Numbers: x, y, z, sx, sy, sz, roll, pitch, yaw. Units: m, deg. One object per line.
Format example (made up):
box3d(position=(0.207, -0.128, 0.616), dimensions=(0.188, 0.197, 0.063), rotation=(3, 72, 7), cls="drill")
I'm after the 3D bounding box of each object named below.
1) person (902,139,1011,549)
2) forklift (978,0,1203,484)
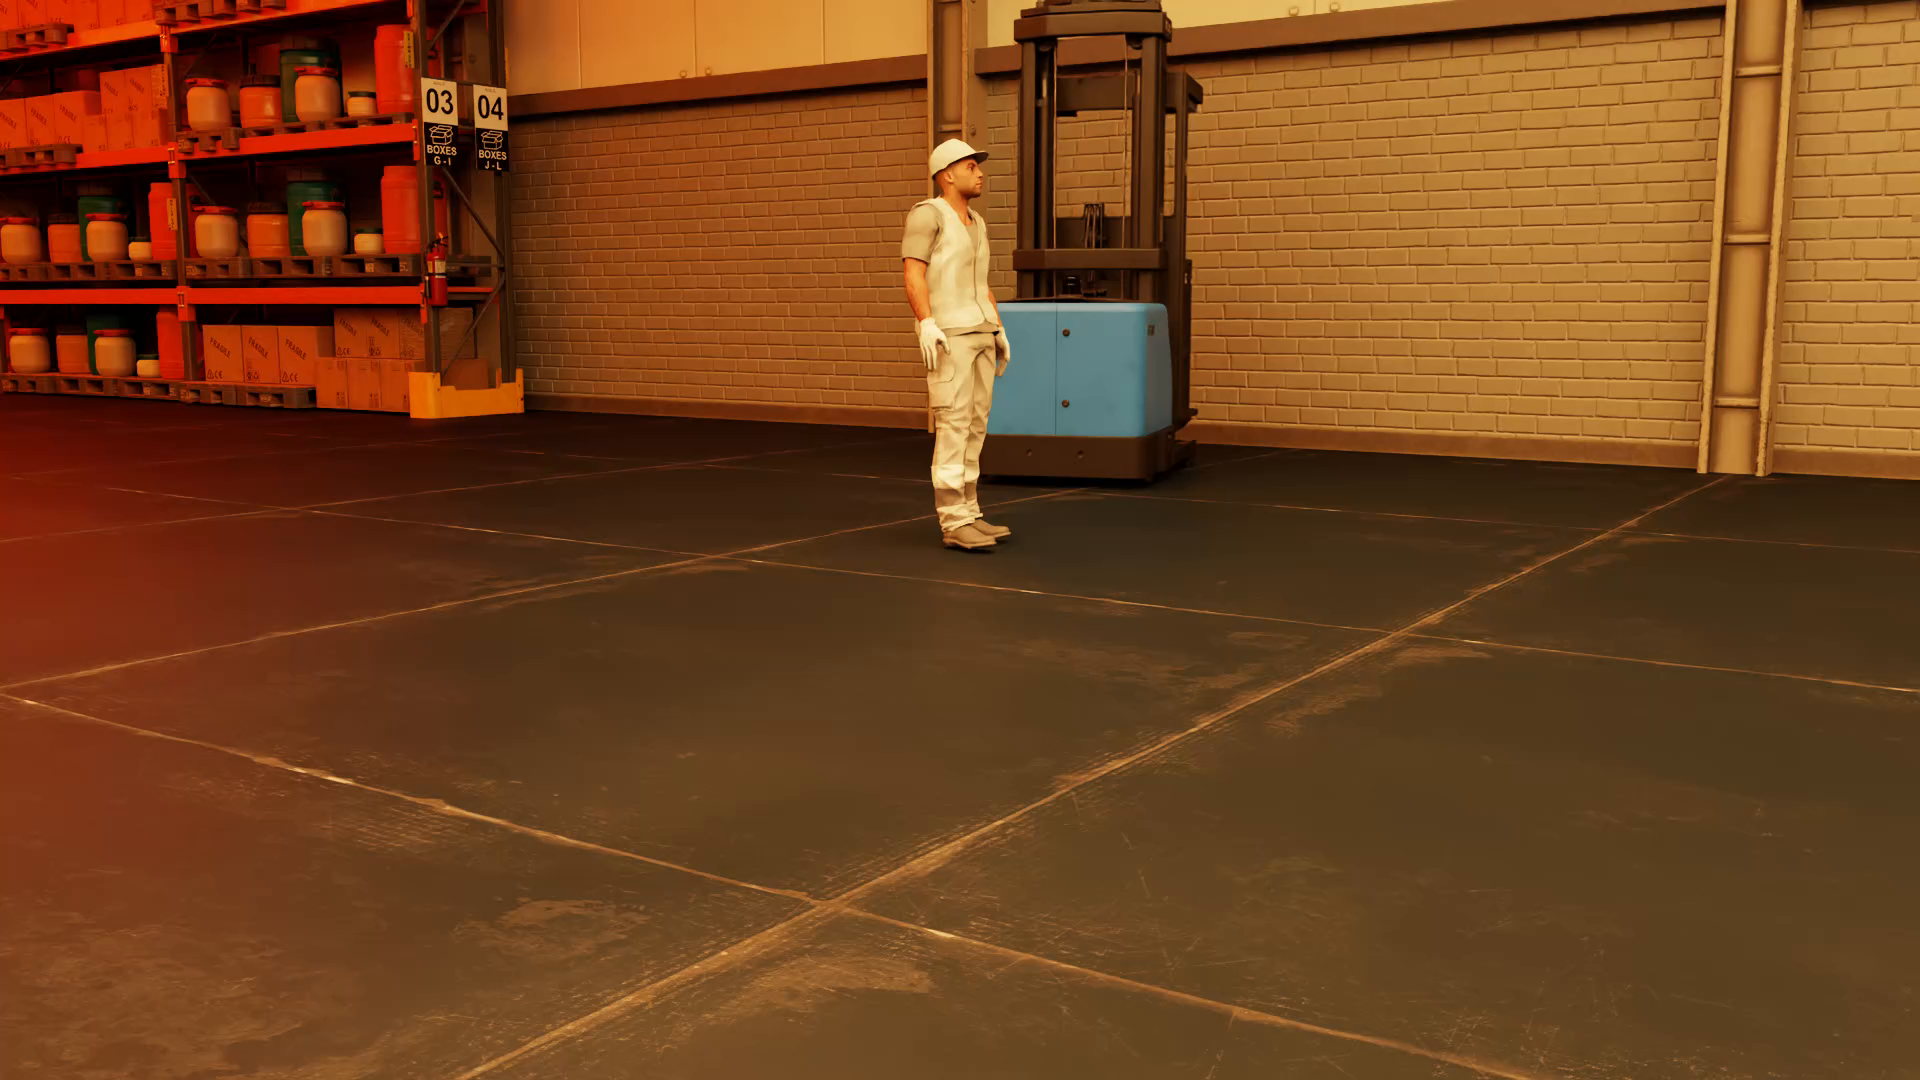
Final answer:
box3d(position=(0.061, -0.885, 7.423), dimensions=(0.562, 1.789, 0.638), rotation=(5, 10, 34), cls="person")
box3d(position=(0.973, -1.951, 10.911), dimensions=(1.130, 2.935, 3.031), rotation=(2, 8, 16), cls="forklift")
